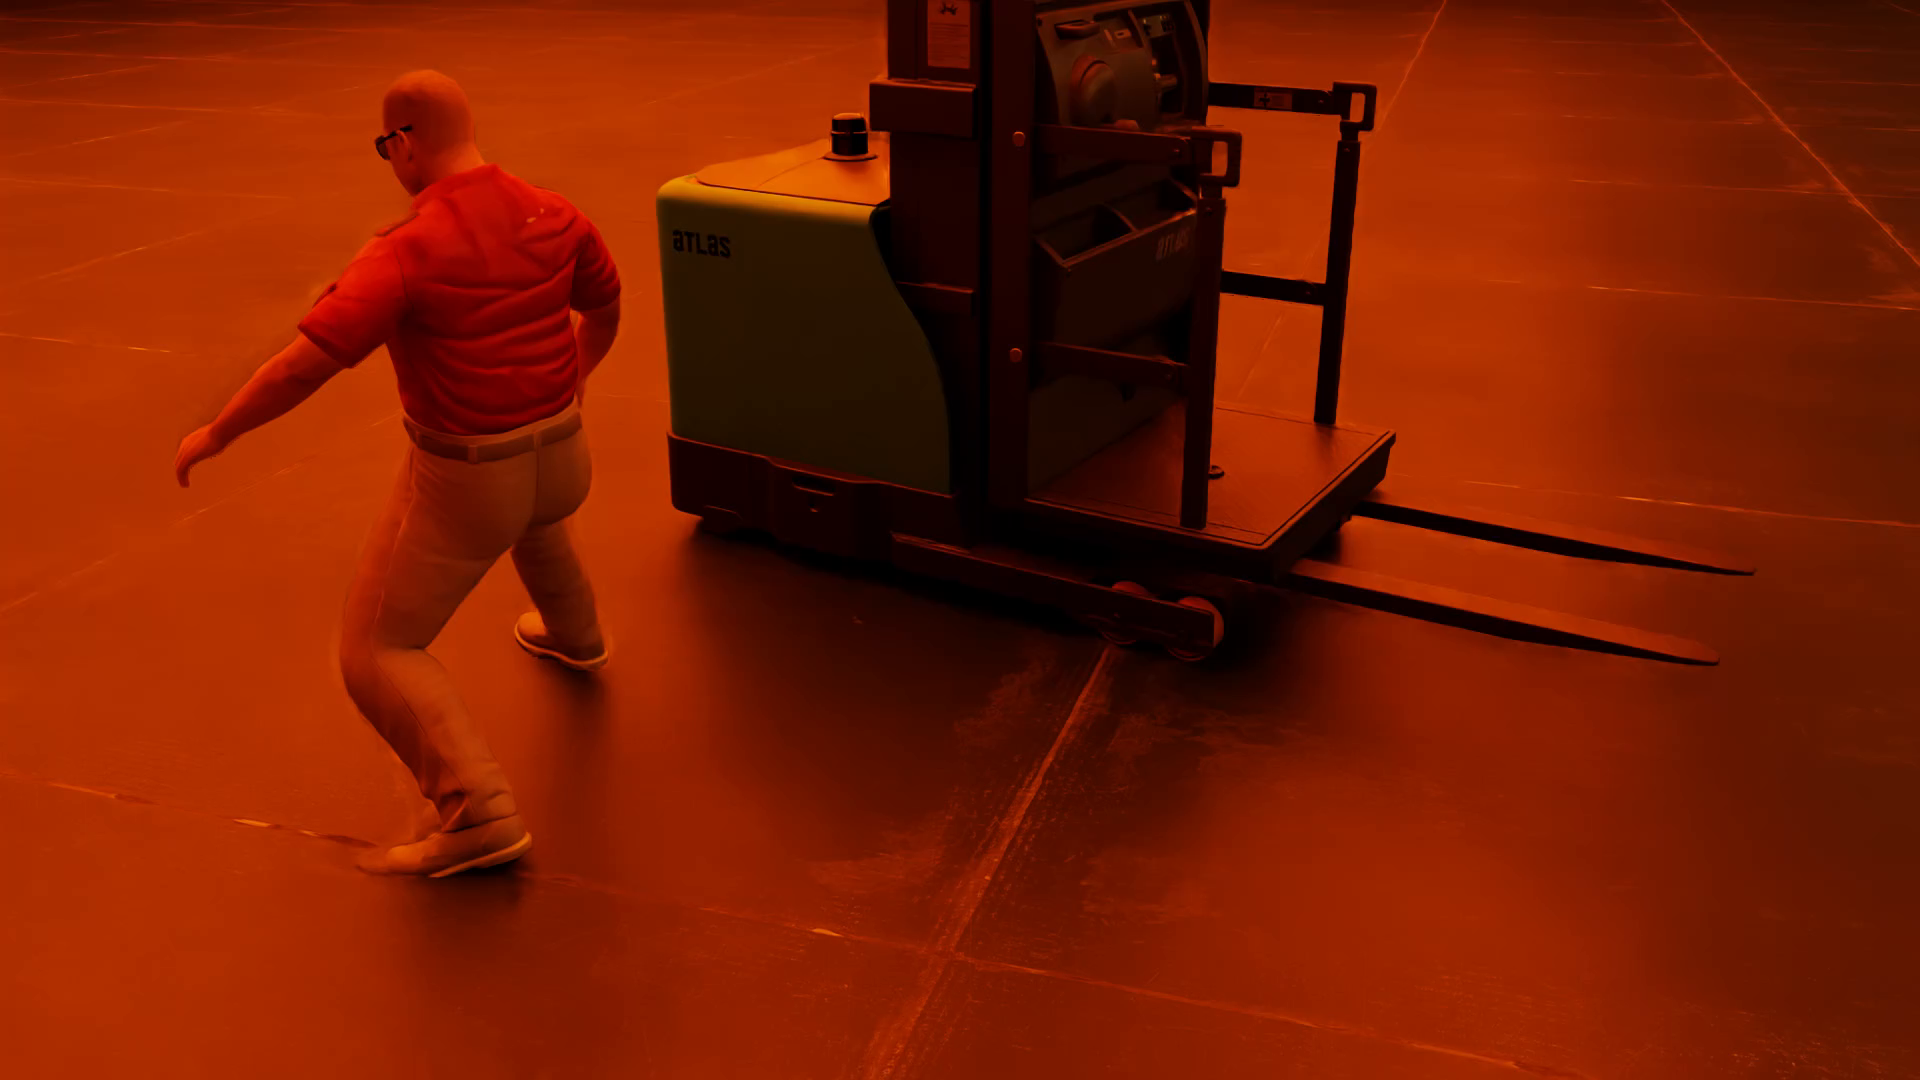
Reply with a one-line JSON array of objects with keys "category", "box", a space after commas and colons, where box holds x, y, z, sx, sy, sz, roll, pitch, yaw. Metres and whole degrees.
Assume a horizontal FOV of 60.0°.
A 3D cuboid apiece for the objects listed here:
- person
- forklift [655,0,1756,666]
[{"category": "person", "box": [-1.094, -0.188, 3.582, 0.831, 1.601, 0.999, 16, 28, 34]}, {"category": "forklift", "box": [0.623, -1.269, 4.353, 3.031, 2.935, 1.130, 13, 26, 28]}]
